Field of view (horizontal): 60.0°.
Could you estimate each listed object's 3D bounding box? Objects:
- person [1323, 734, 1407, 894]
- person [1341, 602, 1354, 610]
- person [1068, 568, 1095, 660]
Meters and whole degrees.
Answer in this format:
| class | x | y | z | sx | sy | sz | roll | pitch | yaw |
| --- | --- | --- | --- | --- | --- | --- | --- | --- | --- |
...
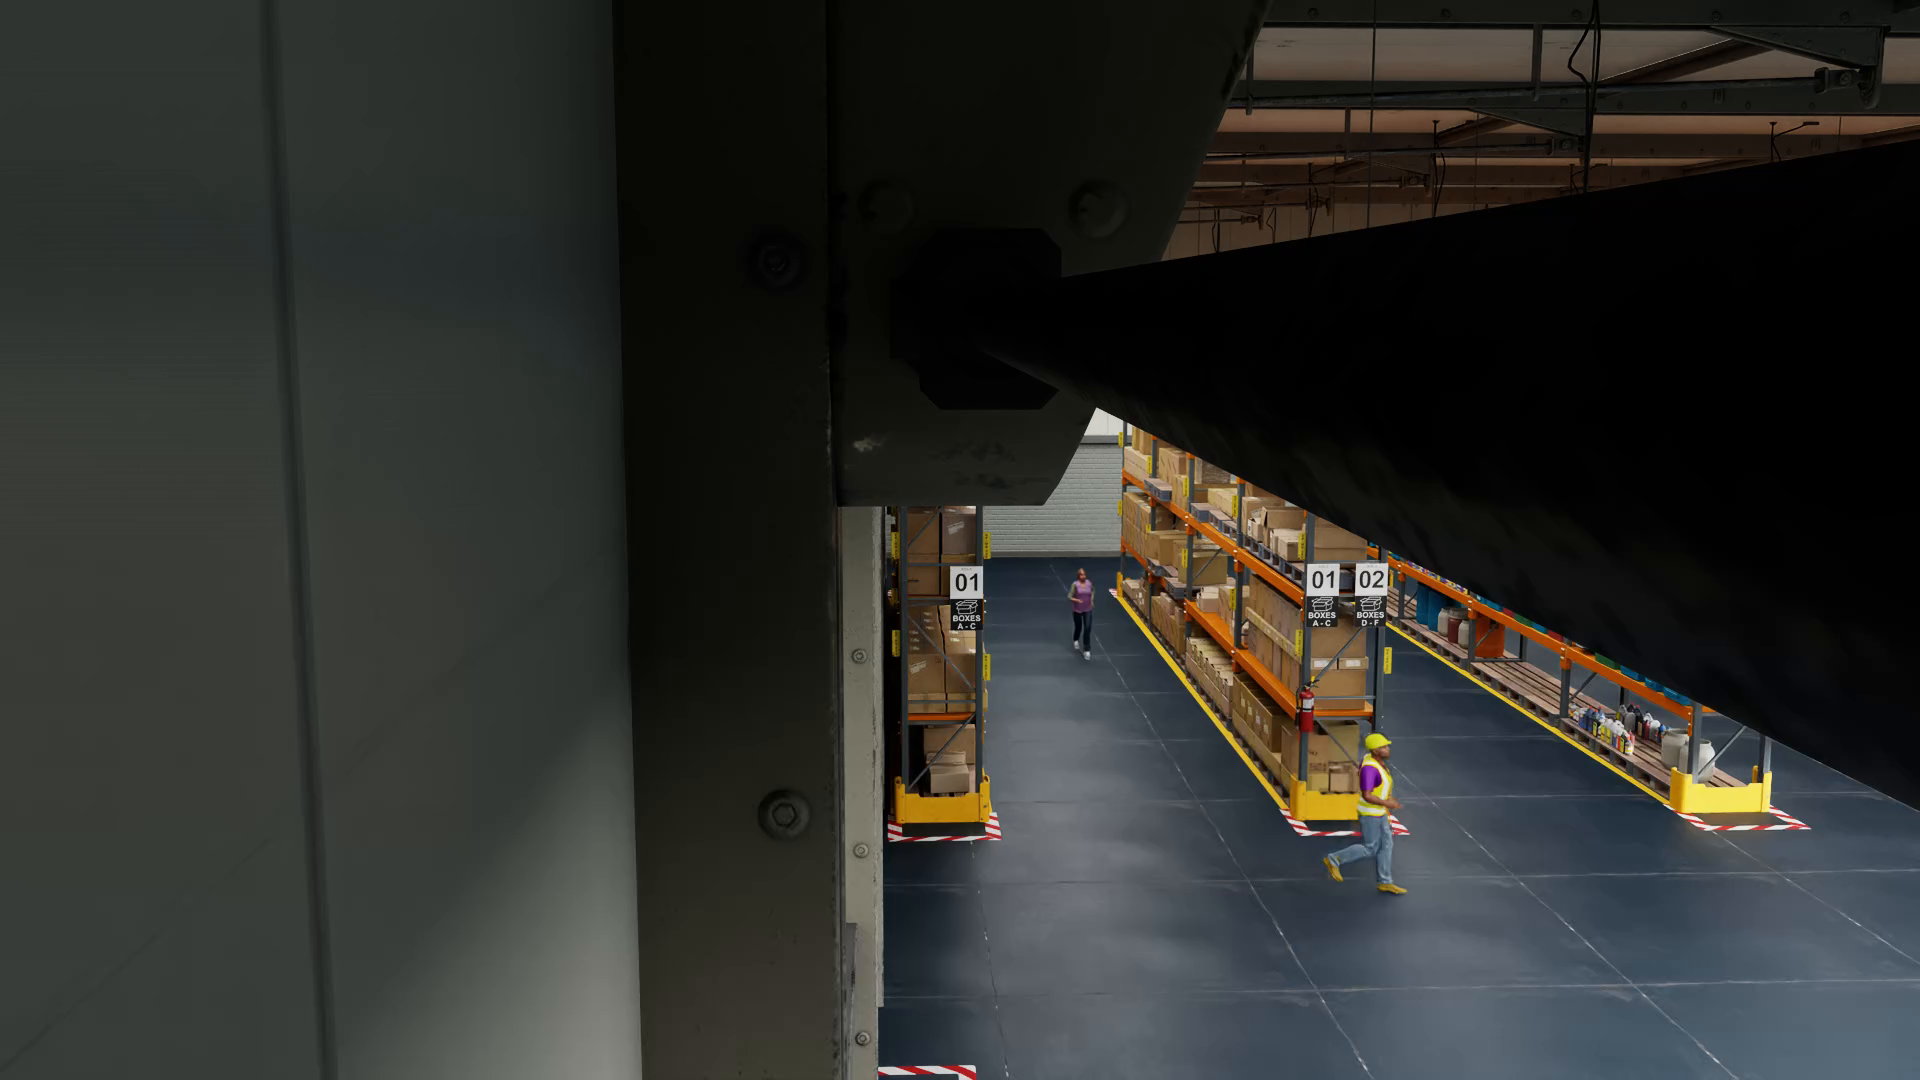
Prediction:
| class | x | y | z | sx | sy | sz | roll | pitch | yaw |
| --- | --- | --- | --- | --- | --- | --- | --- | --- | --- |
| person | 4.424 | 2.952 | 18.040 | 0.887 | 1.763 | 0.709 | 3 | 8 | 19 |
| person | 6.485 | 1.461 | 28.634 | 0.649 | 1.744 | 0.629 | -1 | 8 | -10 |
| person | 2.205 | 1.303 | 30.139 | 0.536 | 1.609 | 0.875 | -1 | 8 | -8 |
